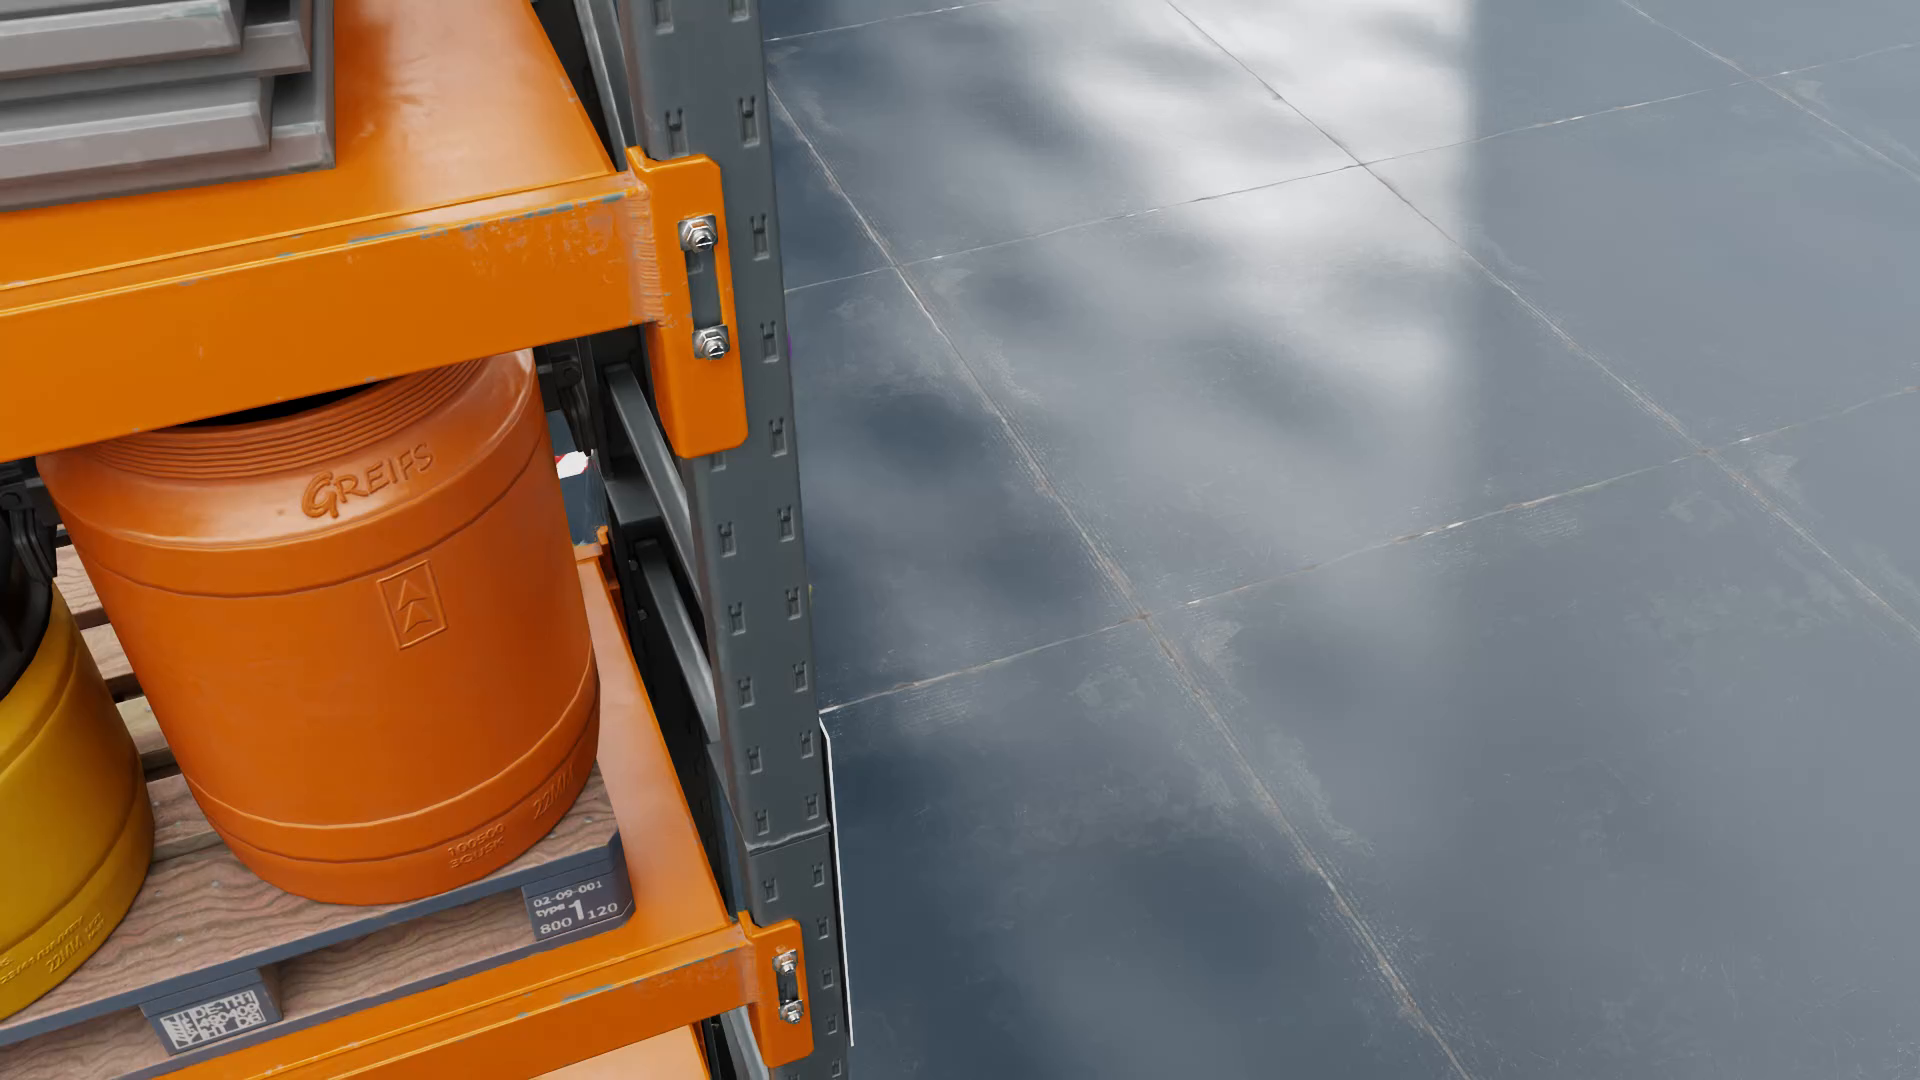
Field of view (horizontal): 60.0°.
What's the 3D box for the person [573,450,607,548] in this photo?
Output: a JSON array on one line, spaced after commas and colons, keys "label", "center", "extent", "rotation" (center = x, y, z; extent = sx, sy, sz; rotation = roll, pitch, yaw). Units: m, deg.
[{"label": "person", "center": [-1.322, -0.489, 6.702], "extent": [0.968, 1.736, 0.591], "rotation": [19, 45, 20]}]
